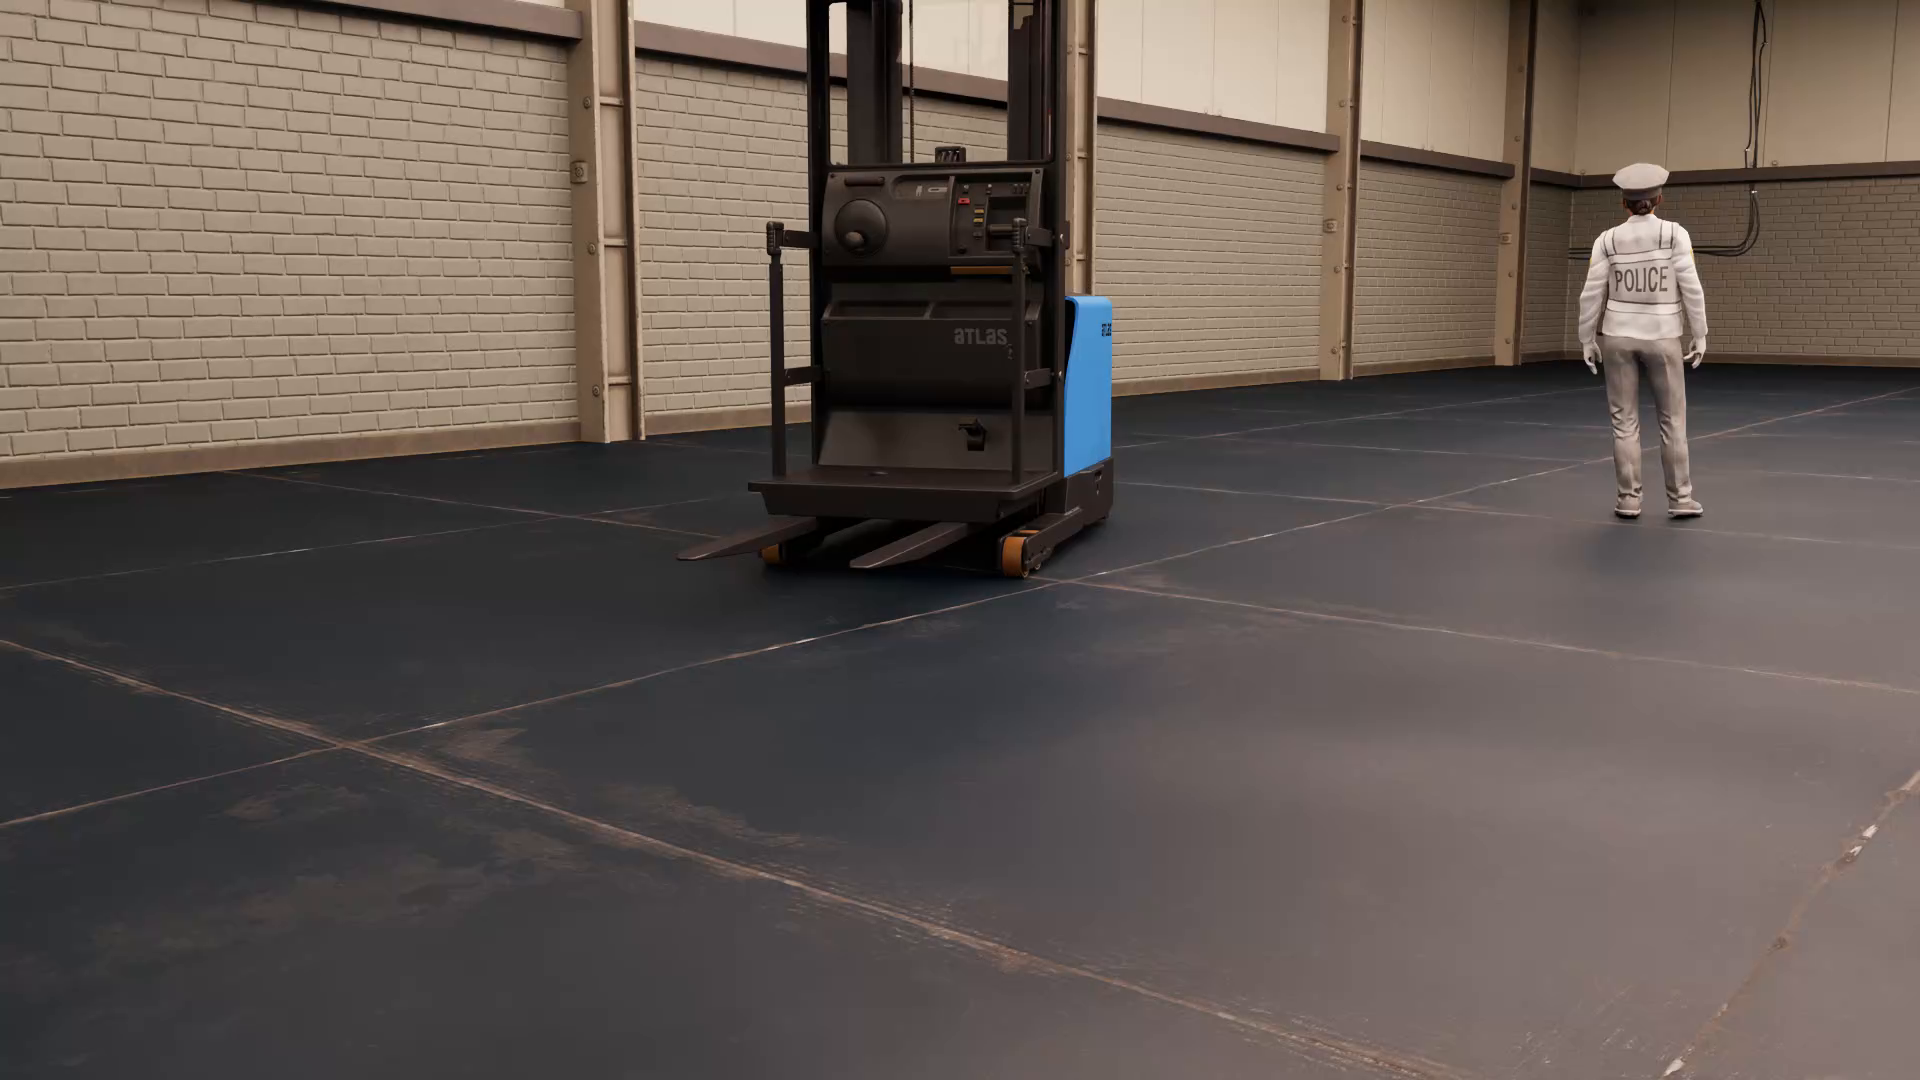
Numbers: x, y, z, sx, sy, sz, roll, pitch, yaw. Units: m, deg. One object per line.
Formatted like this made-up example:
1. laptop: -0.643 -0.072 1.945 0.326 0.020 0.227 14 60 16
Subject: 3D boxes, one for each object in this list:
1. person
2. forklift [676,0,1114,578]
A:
1. person: 3.320 -0.962 8.073 0.588 1.696 0.533 5 10 29
2. forklift: -0.176 -1.366 6.616 1.130 2.935 3.031 3 9 17
